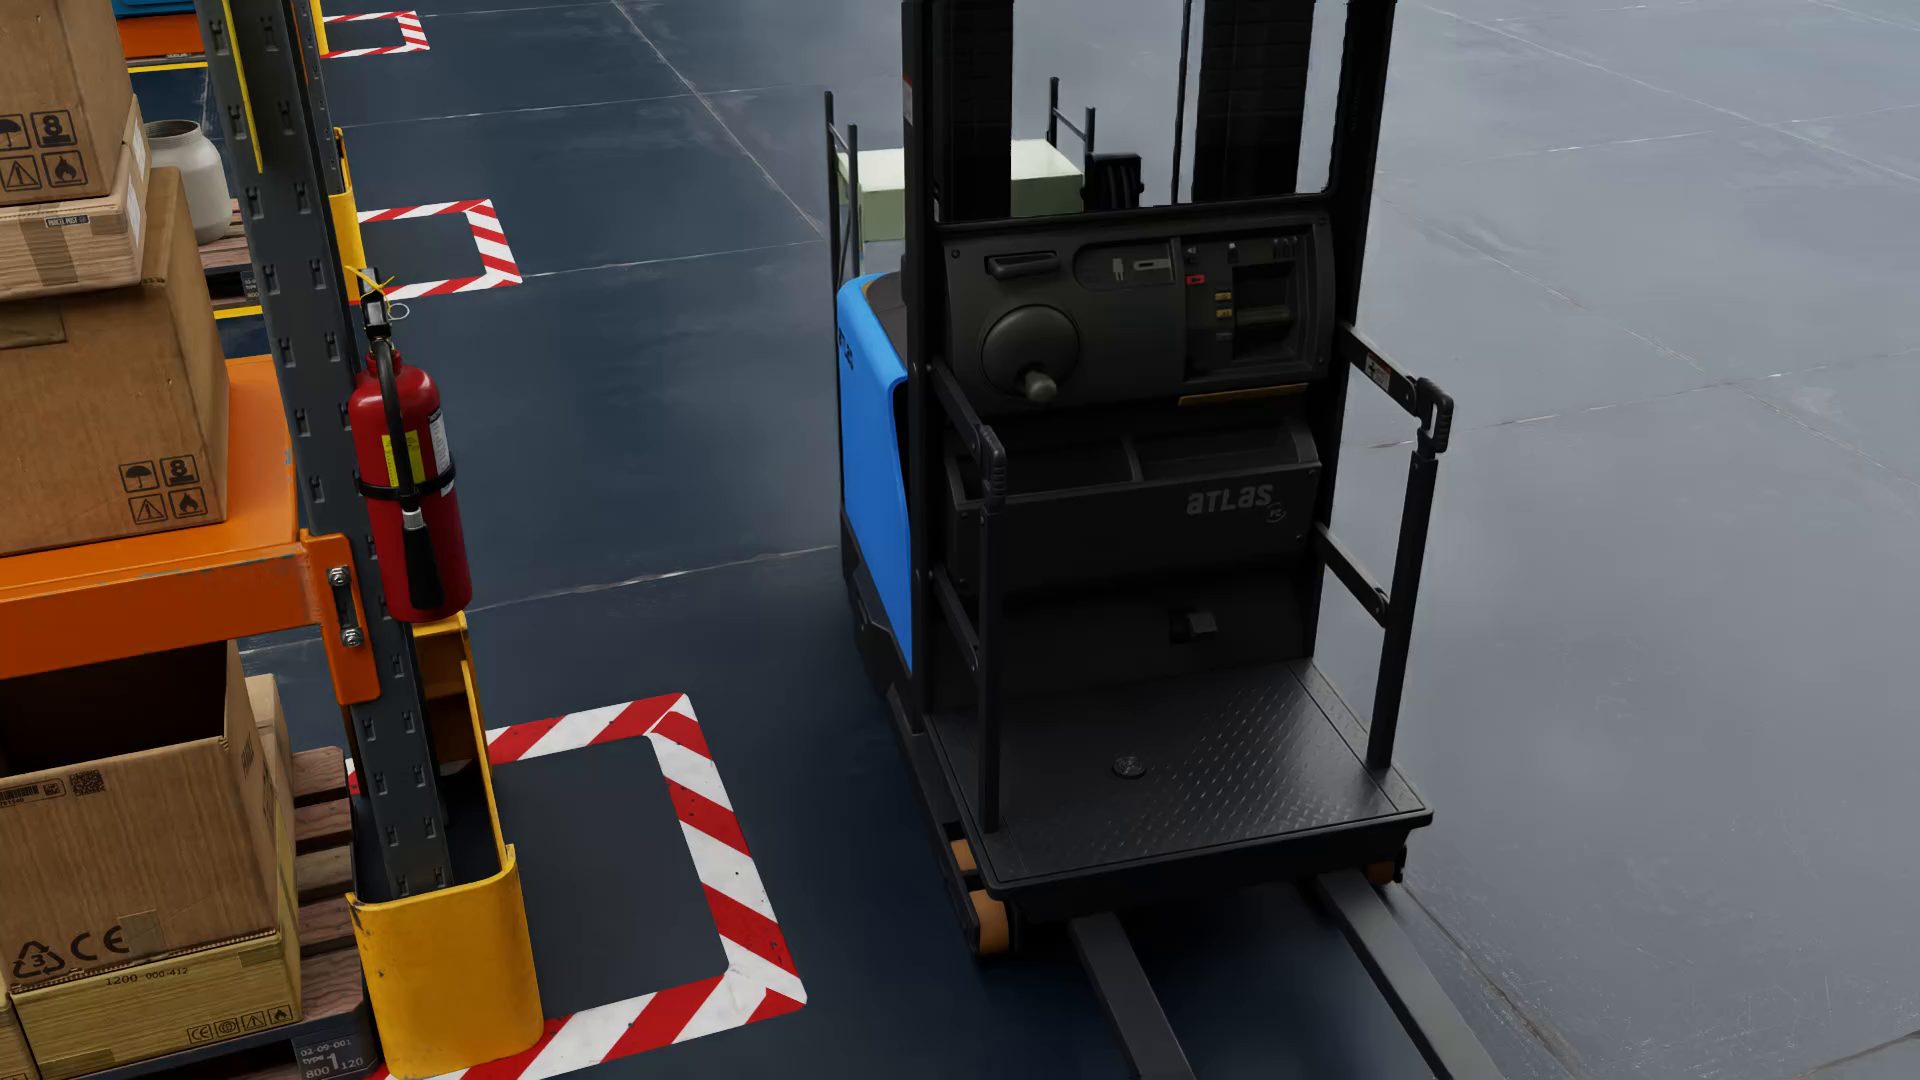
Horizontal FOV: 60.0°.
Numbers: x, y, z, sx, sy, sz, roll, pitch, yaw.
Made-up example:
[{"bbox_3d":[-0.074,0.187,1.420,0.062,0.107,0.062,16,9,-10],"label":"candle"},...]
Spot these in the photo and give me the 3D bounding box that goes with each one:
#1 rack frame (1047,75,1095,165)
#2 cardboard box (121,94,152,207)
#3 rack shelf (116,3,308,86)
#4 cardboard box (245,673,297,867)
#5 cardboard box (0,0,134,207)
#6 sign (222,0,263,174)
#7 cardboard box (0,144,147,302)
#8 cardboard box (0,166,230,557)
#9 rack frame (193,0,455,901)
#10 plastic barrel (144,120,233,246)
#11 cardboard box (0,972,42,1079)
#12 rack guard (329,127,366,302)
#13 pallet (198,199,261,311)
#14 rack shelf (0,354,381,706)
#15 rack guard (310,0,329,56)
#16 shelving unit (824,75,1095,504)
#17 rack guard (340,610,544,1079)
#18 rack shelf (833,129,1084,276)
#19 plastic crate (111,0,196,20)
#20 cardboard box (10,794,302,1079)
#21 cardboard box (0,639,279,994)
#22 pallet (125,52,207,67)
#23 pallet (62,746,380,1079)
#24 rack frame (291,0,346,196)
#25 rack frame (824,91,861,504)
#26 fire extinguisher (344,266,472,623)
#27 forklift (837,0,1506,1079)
[{"bbox_3d":[0.345,-0.744,5.541,0.023,1.500,0.400,-7,31,-13],"label":"rack frame"},{"bbox_3d":[-1.759,-0.757,3.292,0.250,0.149,0.380,-11,31,-18],"label":"cardboard box"},{"bbox_3d":[-4.914,-2.040,7.028,4.000,0.370,1.077,-10,31,-18],"label":"rack shelf"},{"bbox_3d":[-1.896,0.602,4.016,0.500,0.250,0.500,-10,31,-18],"label":"cardboard box"},{"bbox_3d":[-1.807,-0.923,2.928,0.500,0.500,0.700,-10,31,-17],"label":"cardboard box"},{"bbox_3d":[-1.140,-0.751,2.630,0.005,0.325,0.100,-10,31,-18],"label":"sign"},{"bbox_3d":[-1.607,-0.570,2.965,0.250,0.149,0.380,-11,31,-18],"label":"cardboard box"},{"bbox_3d":[-1.758,-0.368,3.265,0.500,0.500,0.700,-10,31,-18],"label":"cardboard box"},{"bbox_3d":[-1.316,-0.400,3.421,0.127,3.000,1.000,-10,31,-18],"label":"rack frame"},{"bbox_3d":[-3.630,-1.651,7.706,0.421,0.512,0.421,0,30,0],"label":"plastic barrel"},{"bbox_3d":[-2.180,0.934,3.433,0.500,0.250,0.500,-10,31,-18],"label":"cardboard box"},{"bbox_3d":[-3.094,-1.577,8.013,0.348,0.500,1.175,-10,31,-18],"label":"rack guard"},{"bbox_3d":[-3.858,-1.314,7.843,1.213,0.211,1.003,-10,31,-18],"label":"pallet"},{"bbox_3d":[-3.190,0.258,2.993,4.000,0.370,1.077,-10,31,-18],"label":"rack shelf"},{"bbox_3d":[-4.838,-3.897,12.085,0.348,0.500,1.175,-10,31,-18],"label":"rack guard"},{"bbox_3d":[-0.008,-0.697,5.459,0.755,1.500,0.431,-7,31,-13],"label":"shelving unit"},{"bbox_3d":[-1.293,0.682,4.047,0.348,0.500,1.175,-10,31,-18],"label":"rack guard"},{"bbox_3d":[-0.008,-1.036,5.266,0.720,0.370,0.431,-7,31,-13],"label":"rack shelf"},{"bbox_3d":[-3.404,-2.408,7.097,0.616,0.251,0.499,-10,31,-18],"label":"plastic crate"},{"bbox_3d":[-1.715,0.842,3.595,0.500,0.250,0.500,-10,31,-18],"label":"cardboard box"},{"bbox_3d":[-1.715,0.518,3.407,0.500,0.500,0.500,-10,31,-18],"label":"cardboard box"},{"bbox_3d":[-5.612,-3.648,11.939,1.213,0.211,1.003,-10,31,-18],"label":"pallet"},{"bbox_3d":[-2.018,0.963,3.846,1.213,0.211,1.003,-10,31,-18],"label":"pallet"},{"bbox_3d":[-3.040,-2.698,7.456,0.127,3.000,1.000,-10,31,-18],"label":"rack frame"},{"bbox_3d":[-0.362,-0.651,5.377,0.023,1.500,0.400,-7,31,-13],"label":"rack frame"},{"bbox_3d":[-1.043,-0.171,3.098,0.183,0.674,0.296,-10,31,-18],"label":"fire extinguisher"},{"bbox_3d":[0.478,-0.484,3.639,1.130,2.935,3.031,-7,30,-12],"label":"forklift"}]
